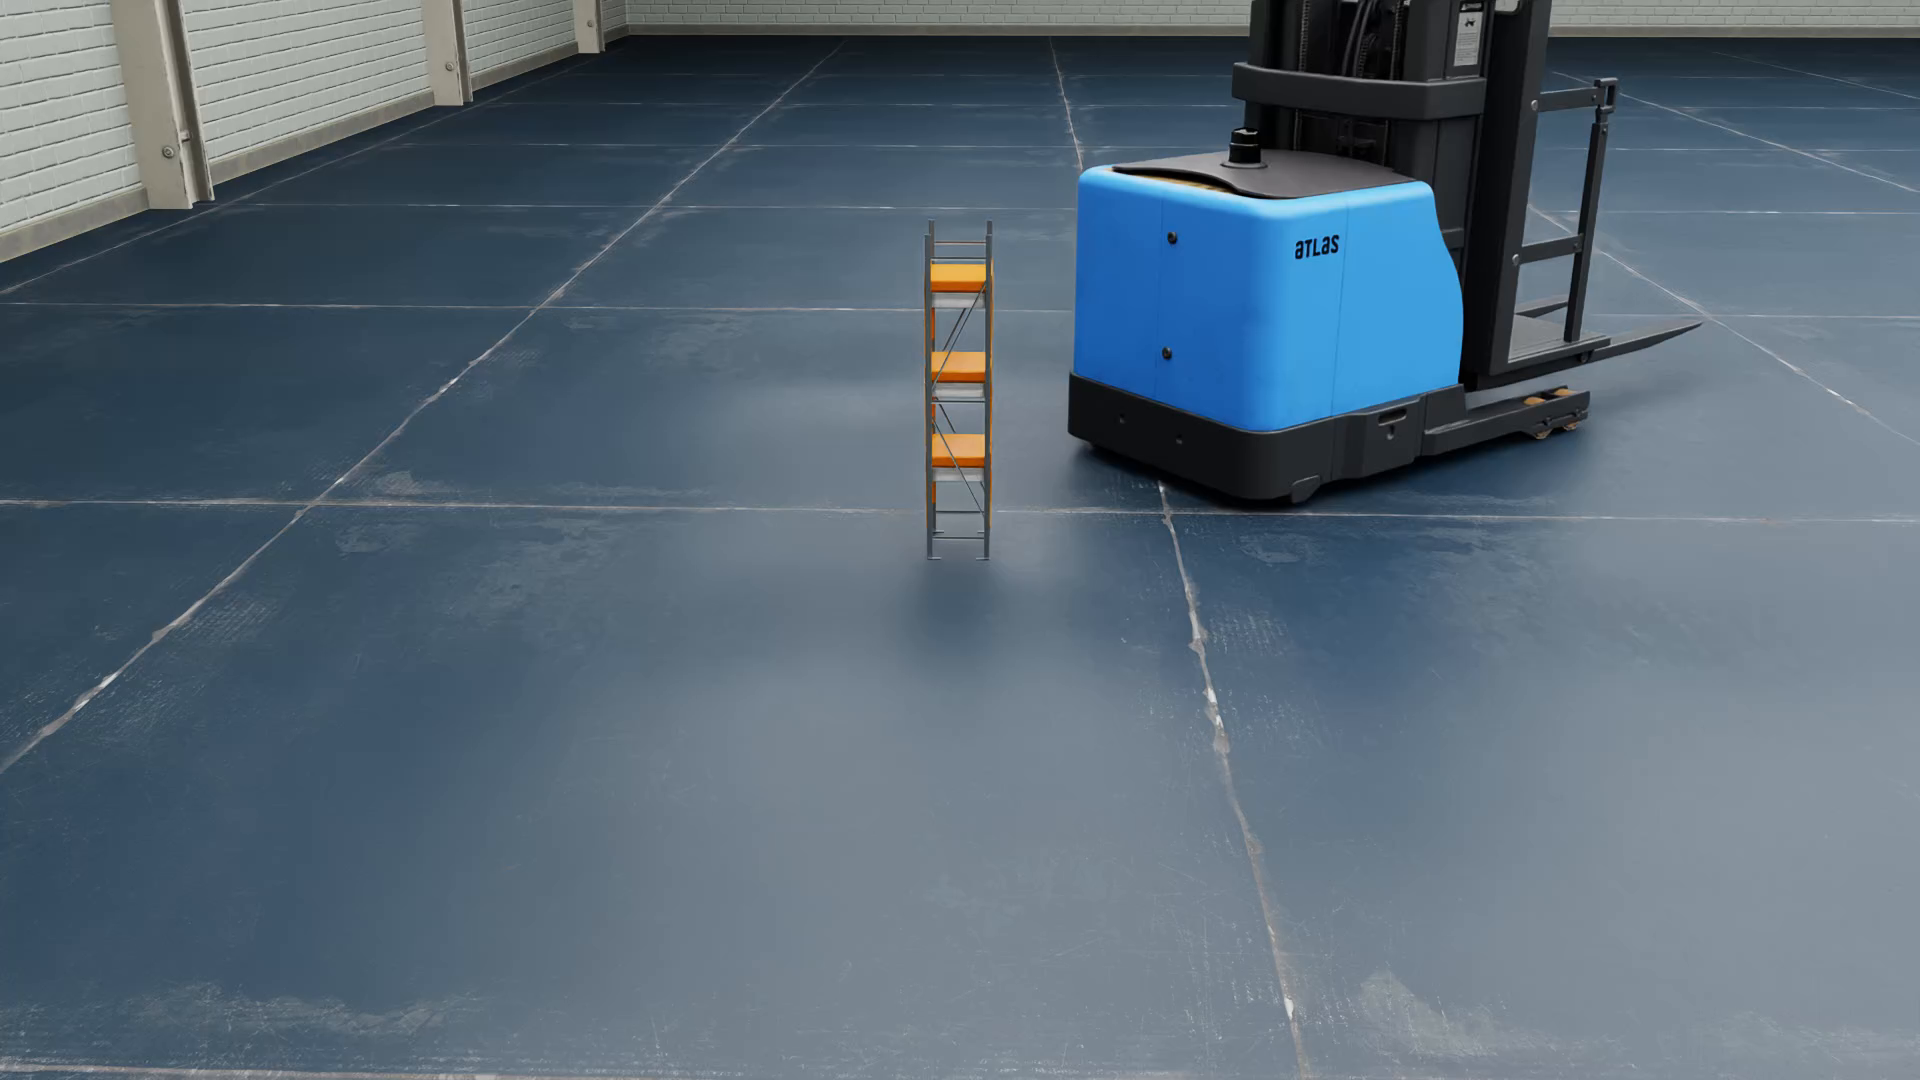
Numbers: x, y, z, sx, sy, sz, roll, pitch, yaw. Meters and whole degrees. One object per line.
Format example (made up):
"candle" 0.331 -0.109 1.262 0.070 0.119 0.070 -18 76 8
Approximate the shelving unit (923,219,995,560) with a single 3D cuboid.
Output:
"shelving unit" -0.002 -0.470 5.289 0.215 1.050 0.252 1 21 2

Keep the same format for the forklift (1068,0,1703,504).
"forklift" 1.901 -1.900 6.373 3.031 2.935 1.130 -15 26 -34

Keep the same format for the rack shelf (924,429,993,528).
"rack shelf" -0.002 -0.201 5.394 0.215 0.259 0.240 1 21 2

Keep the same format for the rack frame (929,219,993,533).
"rack frame" 0.002 -0.514 5.403 0.200 1.050 0.008 1 21 2

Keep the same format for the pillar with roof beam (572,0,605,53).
"pillar with roof beam" -0.742 -10.819 20.972 9.100 9.000 0.400 1 21 2

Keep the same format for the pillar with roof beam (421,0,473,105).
"pillar with roof beam" -0.924 -8.649 15.381 9.100 9.000 0.400 1 21 2

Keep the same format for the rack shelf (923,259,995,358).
"rack shelf" -0.002 -0.725 5.190 0.215 0.259 0.240 1 21 2

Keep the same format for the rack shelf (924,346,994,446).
"rack shelf" -0.002 -0.460 5.293 0.215 0.259 0.240 1 21 2

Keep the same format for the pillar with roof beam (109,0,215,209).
"pillar with roof beam" -1.107 -6.480 9.790 9.100 9.000 0.400 1 21 2

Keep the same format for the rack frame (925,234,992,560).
"rack frame" -0.005 -0.426 5.175 0.200 1.050 0.008 1 21 2
